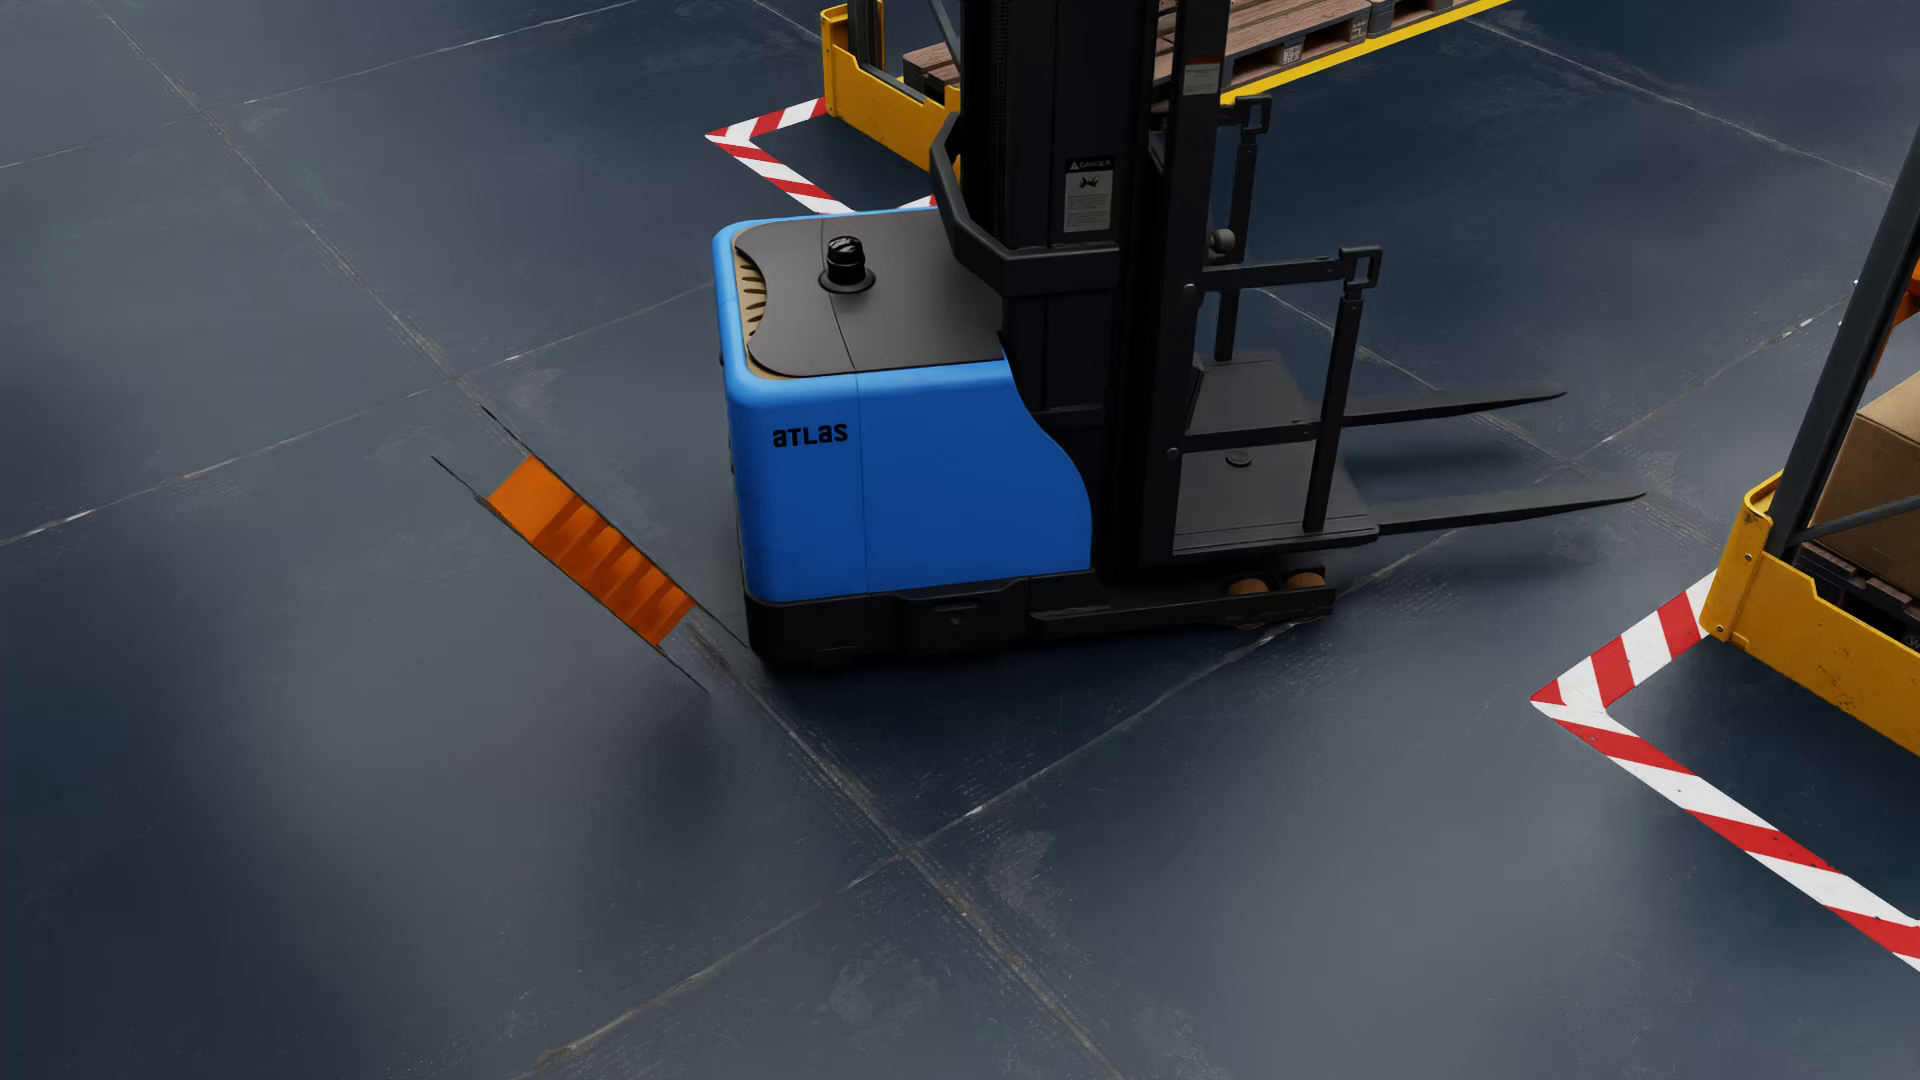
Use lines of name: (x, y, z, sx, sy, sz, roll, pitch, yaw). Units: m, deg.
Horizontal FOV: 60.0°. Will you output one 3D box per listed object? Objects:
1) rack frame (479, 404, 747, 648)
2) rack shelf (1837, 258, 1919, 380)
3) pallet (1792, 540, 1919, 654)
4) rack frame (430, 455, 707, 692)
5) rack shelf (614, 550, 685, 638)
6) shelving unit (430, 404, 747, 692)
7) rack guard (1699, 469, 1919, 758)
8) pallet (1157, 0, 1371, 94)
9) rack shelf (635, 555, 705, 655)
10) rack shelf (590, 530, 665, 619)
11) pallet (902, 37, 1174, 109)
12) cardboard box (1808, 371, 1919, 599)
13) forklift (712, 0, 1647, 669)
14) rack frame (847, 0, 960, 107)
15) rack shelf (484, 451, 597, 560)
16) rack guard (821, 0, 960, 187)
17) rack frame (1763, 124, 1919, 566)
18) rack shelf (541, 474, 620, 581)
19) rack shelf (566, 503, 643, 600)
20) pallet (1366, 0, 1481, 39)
rack frame: (-0.965, -0.010, 4.787, 0.006, 1.200, 0.240, -48, 53, -8)
rack shelf: (4.401, -1.131, 5.330, 4.000, 0.370, 1.077, -26, 46, -28)
pallet: (3.507, 0.105, 5.456, 1.213, 0.211, 1.003, -26, 46, -28)
rack frame: (-1.087, 0.124, 4.762, 0.006, 1.200, 0.240, -48, 53, -8)
rack shelf: (-0.965, 0.136, 4.906, 0.180, 0.103, 0.258, -48, 53, -8)
shelving unit: (-1.026, 0.057, 4.775, 0.189, 1.200, 0.258, -48, 53, -8)
rack guard: (2.875, 0.301, 4.988, 0.348, 0.500, 1.175, -26, 46, -28)
pallet: (1.444, -2.818, 9.019, 1.213, 0.211, 1.003, -26, 46, -28)
rack shelf: (-0.921, 0.194, 5.001, 0.180, 0.103, 0.258, -48, 53, -8)
rack shelf: (-1.010, 0.078, 4.810, 0.180, 0.103, 0.258, -48, 53, -8)
pallet: (0.477, -2.349, 8.447, 1.213, 0.211, 1.003, -26, 46, -28)
cardboard box: (3.096, -0.173, 5.220, 0.500, 0.500, 0.500, -26, 46, -28)
forklift: (0.764, -1.169, 4.864, 3.031, 2.935, 1.130, -6, 40, -7)
rack frame: (-0.201, -3.128, 7.198, 0.127, 3.000, 1.000, -26, 46, -28)
rack shelf: (-1.143, -0.095, 4.524, 0.180, 0.103, 0.258, -48, 53, -8)
rack guard: (-0.212, -2.146, 7.972, 0.348, 0.500, 1.175, -26, 46, -28)
rack frame: (2.815, -0.636, 4.160, 0.127, 3.000, 1.000, -26, 46, -28)
rack shelf: (-1.098, -0.037, 4.619, 0.180, 0.103, 0.258, -48, 53, -8)
rack shelf: (-1.054, 0.021, 4.715, 0.180, 0.103, 0.258, -48, 53, -8)
pallet: (2.412, -3.292, 9.597, 1.213, 0.211, 1.003, -26, 46, -28)
